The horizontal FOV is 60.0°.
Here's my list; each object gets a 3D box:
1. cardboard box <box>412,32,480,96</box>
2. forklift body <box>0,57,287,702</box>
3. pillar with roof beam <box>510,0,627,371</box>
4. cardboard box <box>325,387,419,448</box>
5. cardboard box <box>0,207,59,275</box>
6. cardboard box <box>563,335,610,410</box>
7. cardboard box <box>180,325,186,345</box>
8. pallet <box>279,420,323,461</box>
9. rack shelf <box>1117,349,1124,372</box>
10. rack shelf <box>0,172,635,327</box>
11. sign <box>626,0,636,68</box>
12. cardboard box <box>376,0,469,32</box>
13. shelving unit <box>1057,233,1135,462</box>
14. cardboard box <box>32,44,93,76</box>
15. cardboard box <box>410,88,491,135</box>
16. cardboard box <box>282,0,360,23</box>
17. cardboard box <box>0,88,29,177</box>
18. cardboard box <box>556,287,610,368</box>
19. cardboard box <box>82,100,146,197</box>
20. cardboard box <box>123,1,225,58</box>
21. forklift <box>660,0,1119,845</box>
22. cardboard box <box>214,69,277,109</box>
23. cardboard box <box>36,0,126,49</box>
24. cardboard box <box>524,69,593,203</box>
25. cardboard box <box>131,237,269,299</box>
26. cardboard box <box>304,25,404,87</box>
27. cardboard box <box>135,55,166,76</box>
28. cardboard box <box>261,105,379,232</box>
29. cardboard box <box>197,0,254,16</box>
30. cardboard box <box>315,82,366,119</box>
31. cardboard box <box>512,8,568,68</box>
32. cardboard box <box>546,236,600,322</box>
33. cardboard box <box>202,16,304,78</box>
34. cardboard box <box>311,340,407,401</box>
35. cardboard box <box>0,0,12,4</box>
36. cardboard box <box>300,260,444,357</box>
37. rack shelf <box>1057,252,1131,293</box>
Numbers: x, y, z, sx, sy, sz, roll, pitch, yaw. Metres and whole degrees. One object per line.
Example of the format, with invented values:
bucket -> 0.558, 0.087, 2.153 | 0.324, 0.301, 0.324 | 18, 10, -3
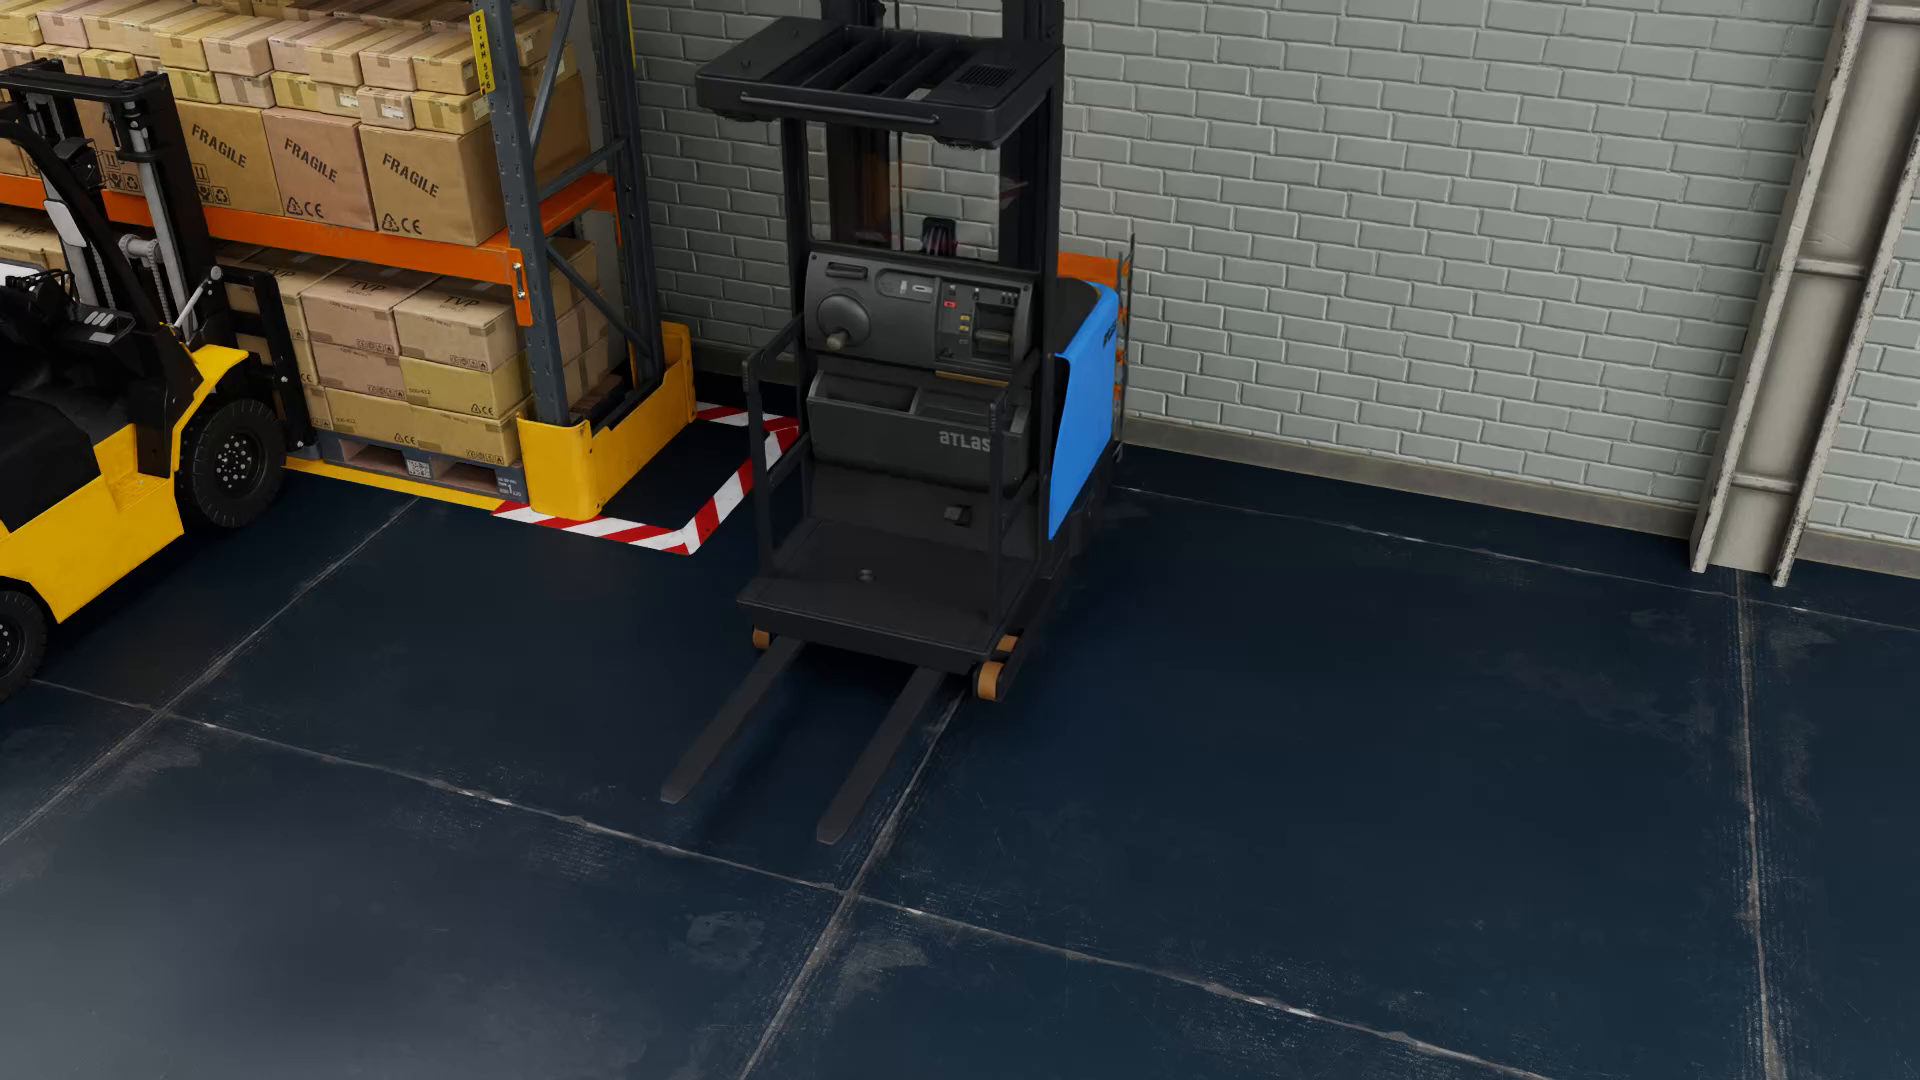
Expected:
cardboard box -> -2.156, -2.071, 7.228 | 0.250, 0.149, 0.380 | 11, 34, 17
forklift body -> -4.148, -0.733, 6.902 | 1.214, 2.155, 2.313 | 11, 34, 16
pillar with roof beam -> -3.551, -2.584, 3.456 | 0.400, 9.000, 9.100 | 11, 34, 16
cardboard box -> -2.761, -0.716, 8.241 | 0.500, 0.250, 0.500 | 11, 34, 16
cardboard box -> -4.685, -1.500, 8.533 | 0.500, 0.250, 0.500 | 11, 34, 17
cardboard box -> -2.144, -0.885, 8.503 | 0.500, 0.250, 0.500 | 11, 34, 17
cardboard box -> -3.742, -1.109, 8.389 | 0.500, 0.250, 0.500 | 11, 34, 16
pallet -> -3.626, -0.845, 8.864 | 1.213, 0.211, 1.003 | 11, 34, 16
rack shelf -> 0.540, -0.853, 8.088 | 0.480, 0.148, 0.258 | 11, 35, 17
rack shelf -> -3.630, -1.738, 8.339 | 4.000, 0.370, 1.077 | 11, 34, 16
sign -> -1.555, -2.353, 7.758 | 0.005, 0.325, 0.100 | 11, 34, 16
cardboard box -> -2.480, -2.390, 7.722 | 0.250, 0.149, 0.380 | 12, 35, 17
shelving unit -> 0.540, -0.909, 8.052 | 0.503, 1.200, 0.258 | 11, 35, 17
cardboard box -> -4.106, -2.279, 7.824 | 0.250, 0.149, 0.380 | 10, 34, 15
cardboard box -> -2.168, -1.909, 7.251 | 0.250, 0.149, 0.380 | 12, 35, 17
cardboard box -> -2.964, -2.479, 7.859 | 0.250, 0.149, 0.380 | 12, 35, 18
cardboard box -> -4.687, -2.147, 8.217 | 0.500, 0.500, 0.500 | 12, 35, 17
cardboard box -> -2.120, -1.097, 8.371 | 0.500, 0.250, 0.500 | 12, 35, 17
cardboard box -> -3.744, -1.952, 7.915 | 0.500, 0.500, 0.500 | 11, 35, 17
cardboard box -> -3.602, -2.349, 7.658 | 0.250, 0.149, 0.380 | 12, 35, 17
forklift -> -0.241, -0.830, 6.334 | 1.130, 2.935, 3.031 | 11, 34, 17
cardboard box -> -3.139, -2.095, 7.539 | 0.250, 0.149, 0.380 | 10, 34, 15
cardboard box -> -4.073, -2.440, 7.800 | 0.250, 0.149, 0.380 | 11, 34, 16
cardboard box -> -2.120, -1.948, 7.910 | 0.500, 0.500, 0.500 | 12, 35, 18
cardboard box -> -3.722, -1.315, 8.247 | 0.500, 0.250, 0.500 | 10, 34, 15
cardboard box -> -2.654, -2.135, 7.326 | 0.250, 0.149, 0.380 | 12, 35, 18
cardboard box -> -3.589, -2.223, 7.737 | 0.250, 0.149, 0.380 | 11, 34, 16
cardboard box -> -2.785, -1.772, 7.636 | 0.500, 0.500, 0.500 | 12, 35, 18
cardboard box -> -3.438, -2.582, 8.019 | 0.250, 0.149, 0.380 | 11, 34, 17
cardboard box -> -2.643, -2.019, 7.422 | 0.250, 0.149, 0.380 | 12, 35, 17
cardboard box -> -1.991, -2.284, 7.558 | 0.250, 0.149, 0.380 | 10, 34, 16
cardboard box -> -2.136, -1.300, 8.224 | 0.500, 0.250, 0.500 | 10, 34, 16
cardboard box -> -3.146, -2.209, 7.442 | 0.250, 0.149, 0.380 | 12, 35, 18
cardboard box -> -2.780, -0.932, 8.115 | 0.500, 0.250, 0.500 | 11, 34, 16
cardboard box -> -4.585, -2.492, 7.880 | 0.250, 0.149, 0.380 | 12, 35, 18
cardboard box -> -2.769, -1.131, 7.962 | 0.500, 0.250, 0.500 | 12, 35, 17
rack shelf -> 0.540, -1.239, 7.839 | 0.480, 0.148, 0.258 | 11, 35, 17
